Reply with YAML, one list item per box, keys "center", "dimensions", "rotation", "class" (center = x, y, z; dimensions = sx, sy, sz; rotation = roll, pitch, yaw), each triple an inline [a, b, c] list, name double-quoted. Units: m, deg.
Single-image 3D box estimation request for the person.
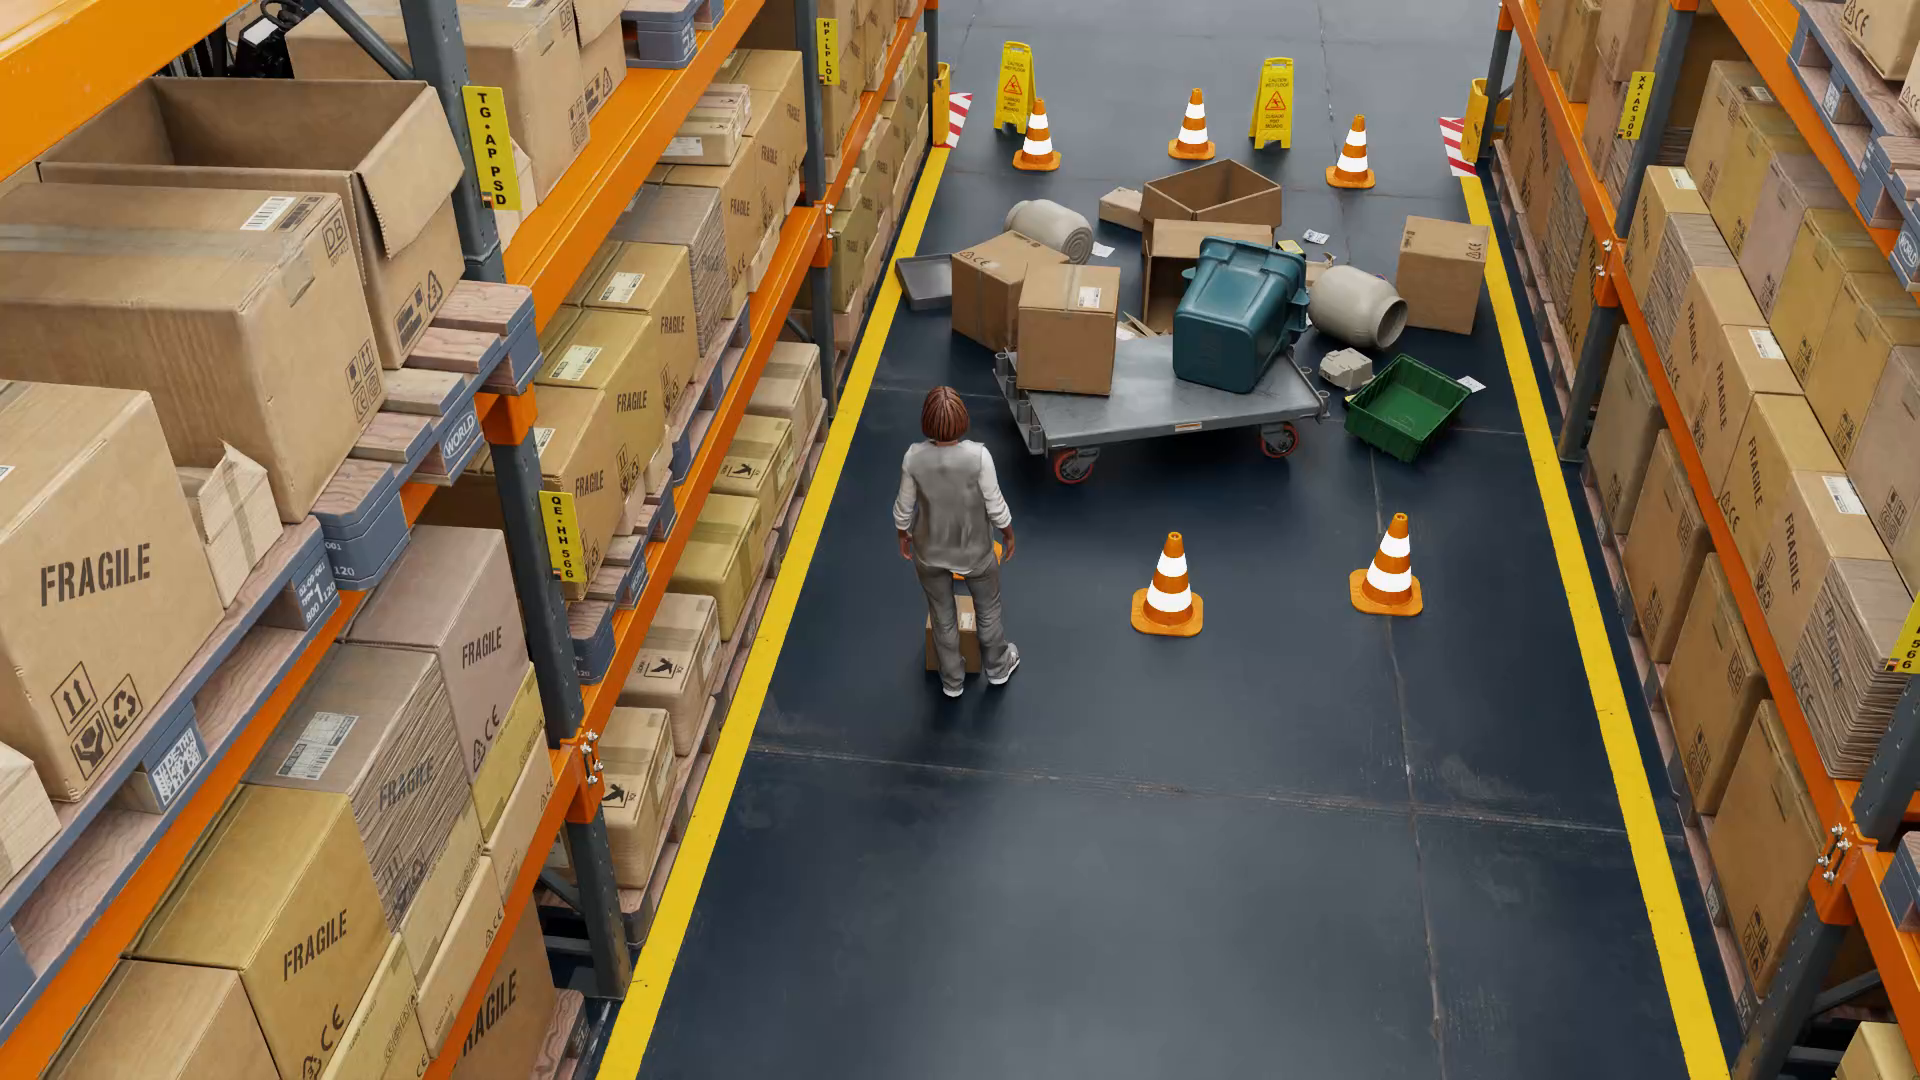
- center: [-0.006, -0.007, 7.038]
  dimensions: [0.520, 1.597, 0.475]
  rotation: [4, 37, 6]
  class: "person"
